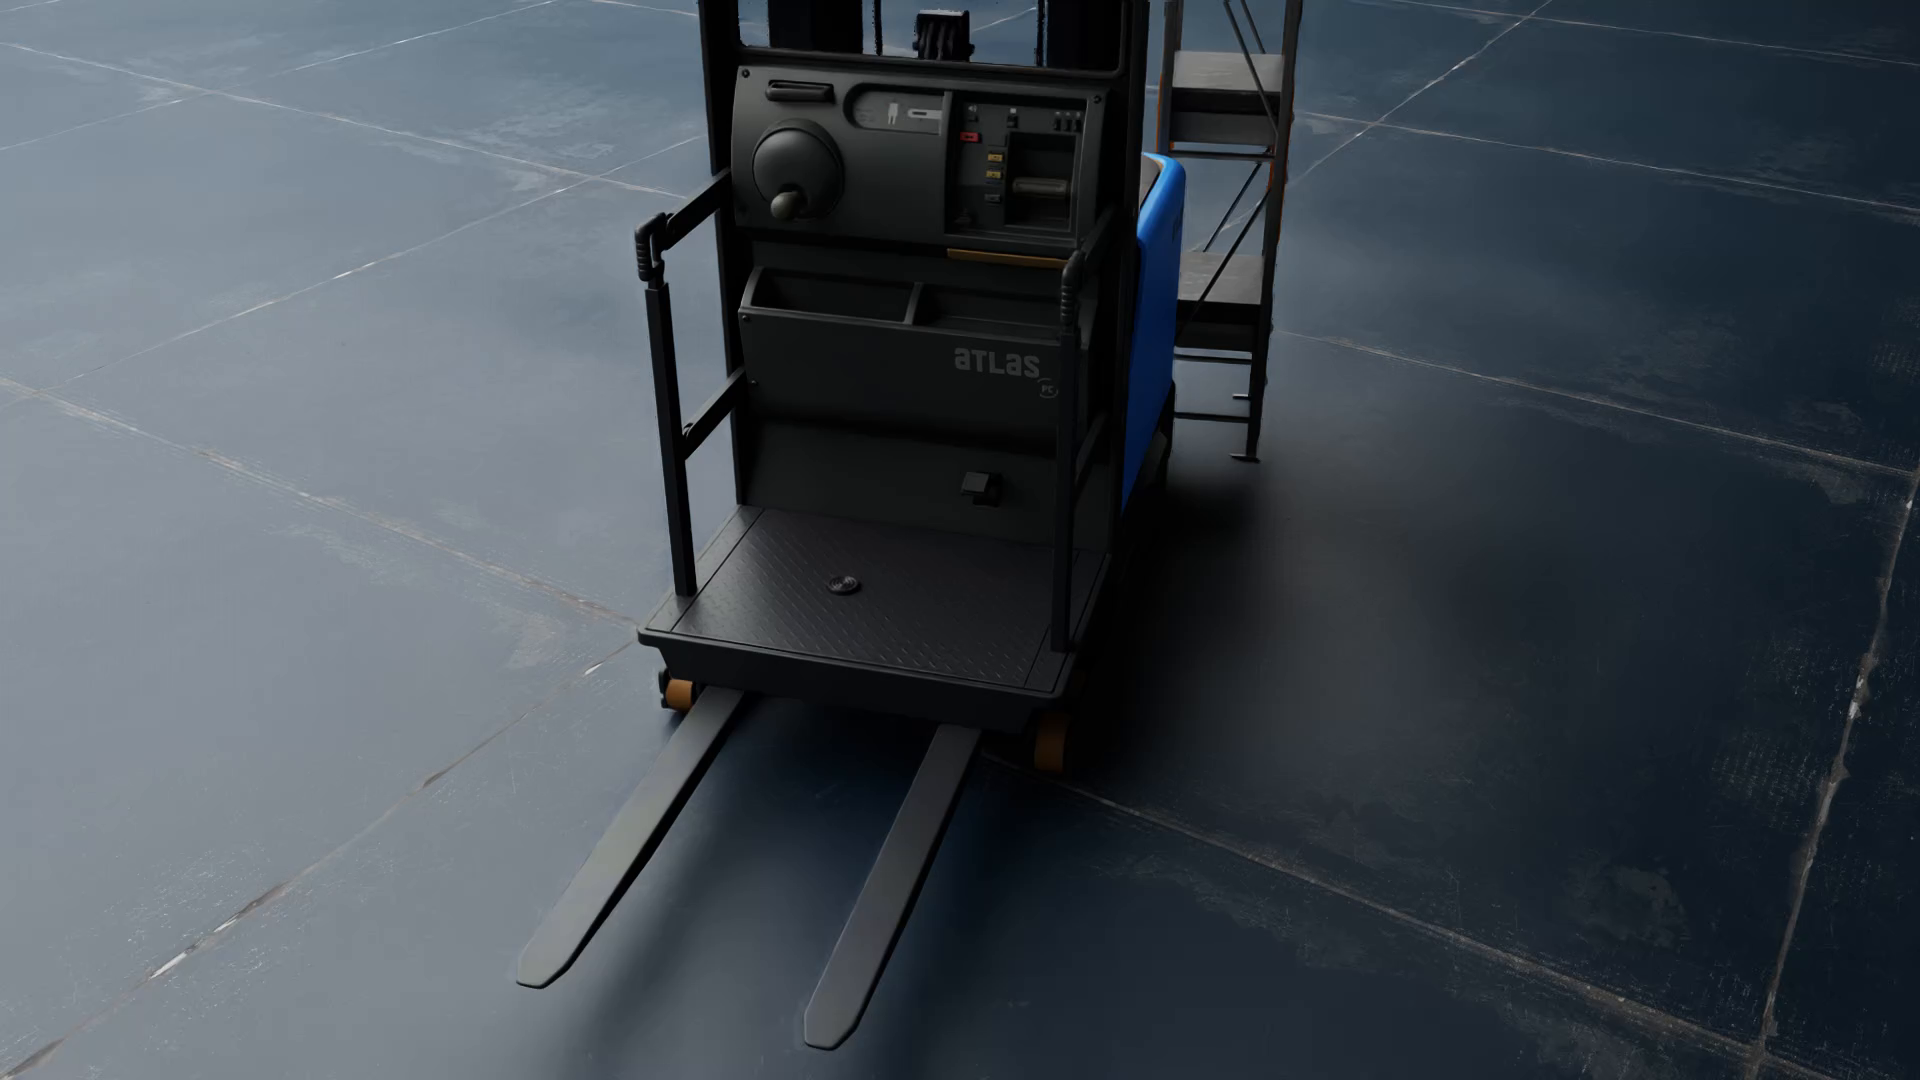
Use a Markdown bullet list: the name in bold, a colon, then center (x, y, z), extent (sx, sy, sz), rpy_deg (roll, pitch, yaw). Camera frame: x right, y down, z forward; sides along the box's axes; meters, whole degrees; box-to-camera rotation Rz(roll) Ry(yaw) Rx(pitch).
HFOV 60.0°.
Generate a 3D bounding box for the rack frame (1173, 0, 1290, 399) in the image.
- **rack frame**: center (0.901, -1.445, 5.643), extent (0.400, 2.100, 0.015), rpy_deg (5, 31, 8)

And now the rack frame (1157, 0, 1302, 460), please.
- **rack frame**: center (0.820, -1.203, 5.228), extent (0.400, 2.100, 0.015), rpy_deg (5, 31, 8)

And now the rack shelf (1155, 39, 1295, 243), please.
- **rack shelf**: center (0.861, -1.312, 5.442), extent (0.431, 0.518, 0.480), rpy_deg (5, 31, 8)

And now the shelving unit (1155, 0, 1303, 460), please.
- **shelving unit**: center (0.861, -1.324, 5.436), extent (0.431, 2.100, 0.503), rpy_deg (5, 31, 8)

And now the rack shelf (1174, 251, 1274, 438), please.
- **rack shelf**: center (0.861, -0.707, 5.795), extent (0.431, 0.518, 0.480), rpy_deg (5, 31, 8)

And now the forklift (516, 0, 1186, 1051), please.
- **forklift**: center (-0.164, -0.887, 3.862), extent (1.130, 2.935, 3.031), rpy_deg (8, 31, 13)

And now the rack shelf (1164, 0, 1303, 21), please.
- **rack shelf**: center (0.861, -1.917, 5.090), extent (0.431, 0.518, 0.480), rpy_deg (5, 31, 8)
